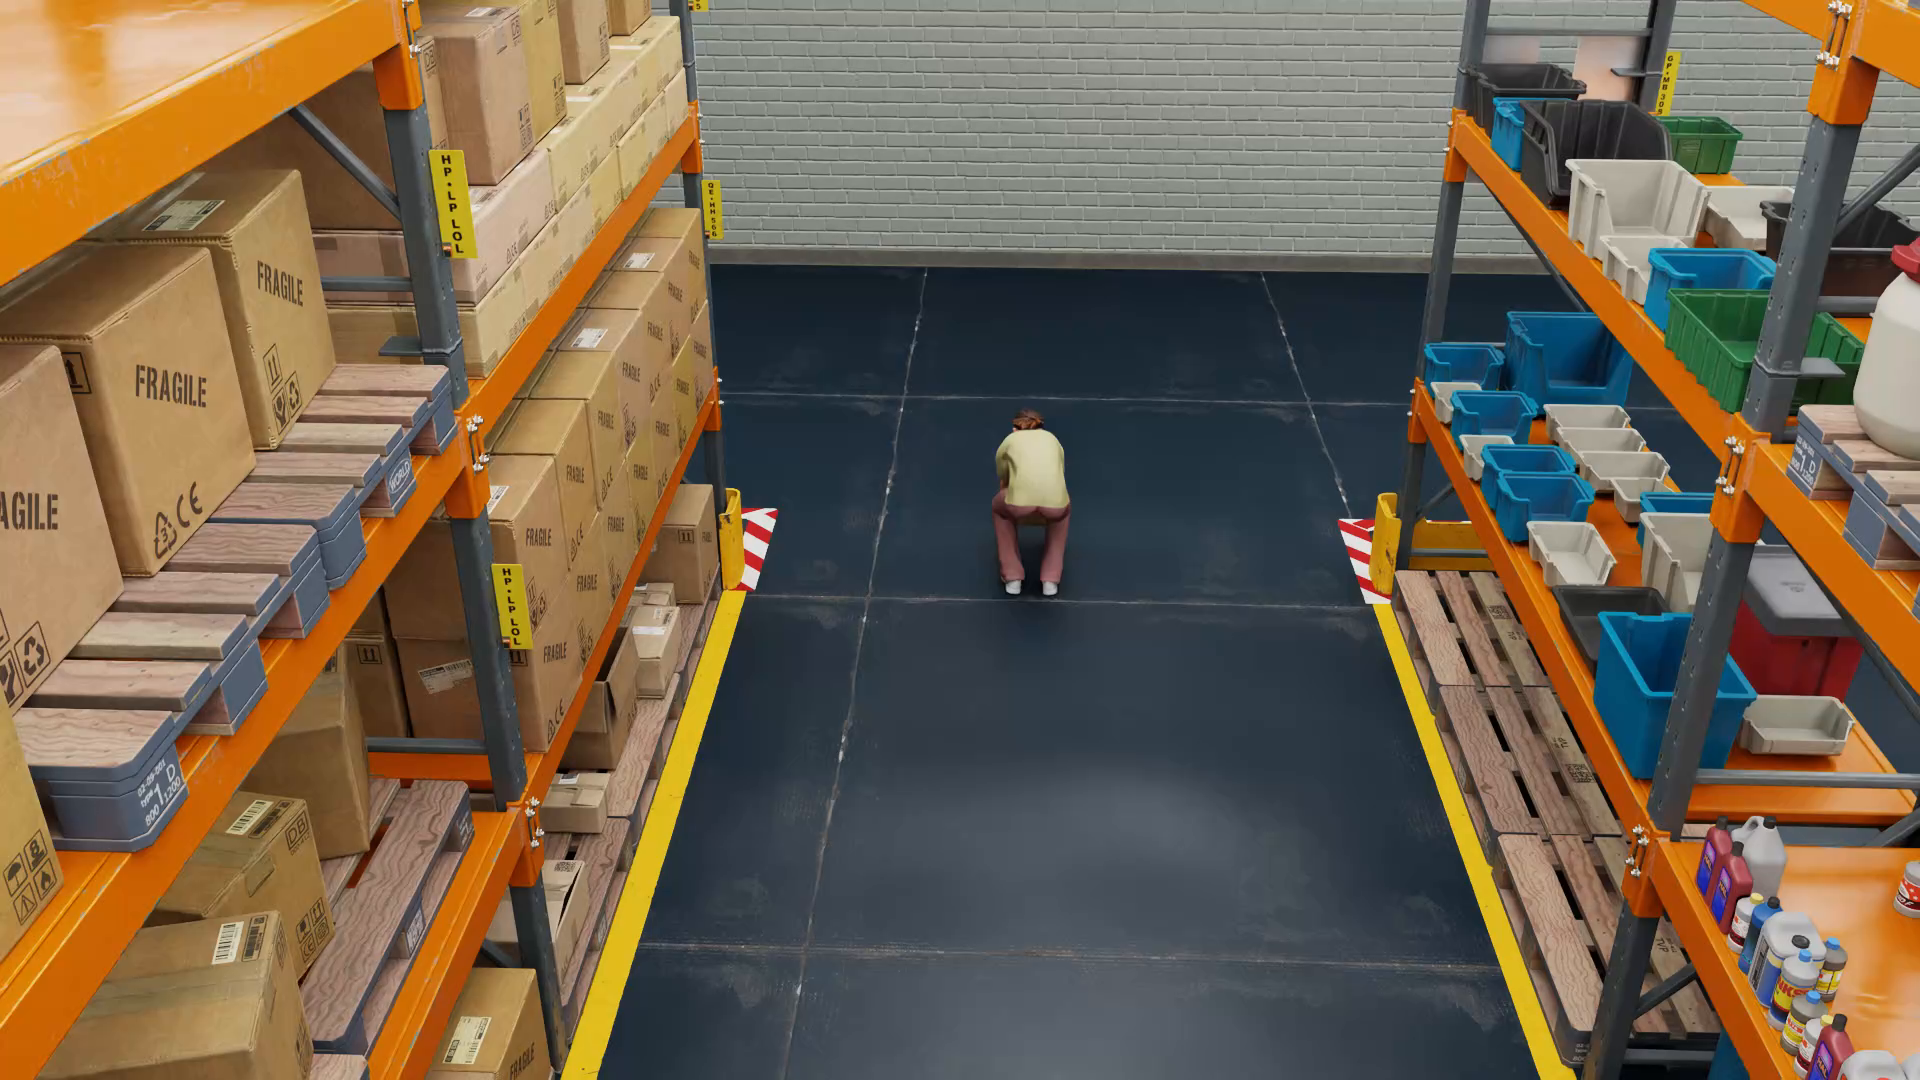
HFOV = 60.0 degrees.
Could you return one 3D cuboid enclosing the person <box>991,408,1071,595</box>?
[{"bbox_3d":[0.424,-0.230,9.823,0.477,0.953,0.862,0,28,0],"label":"person"}]
